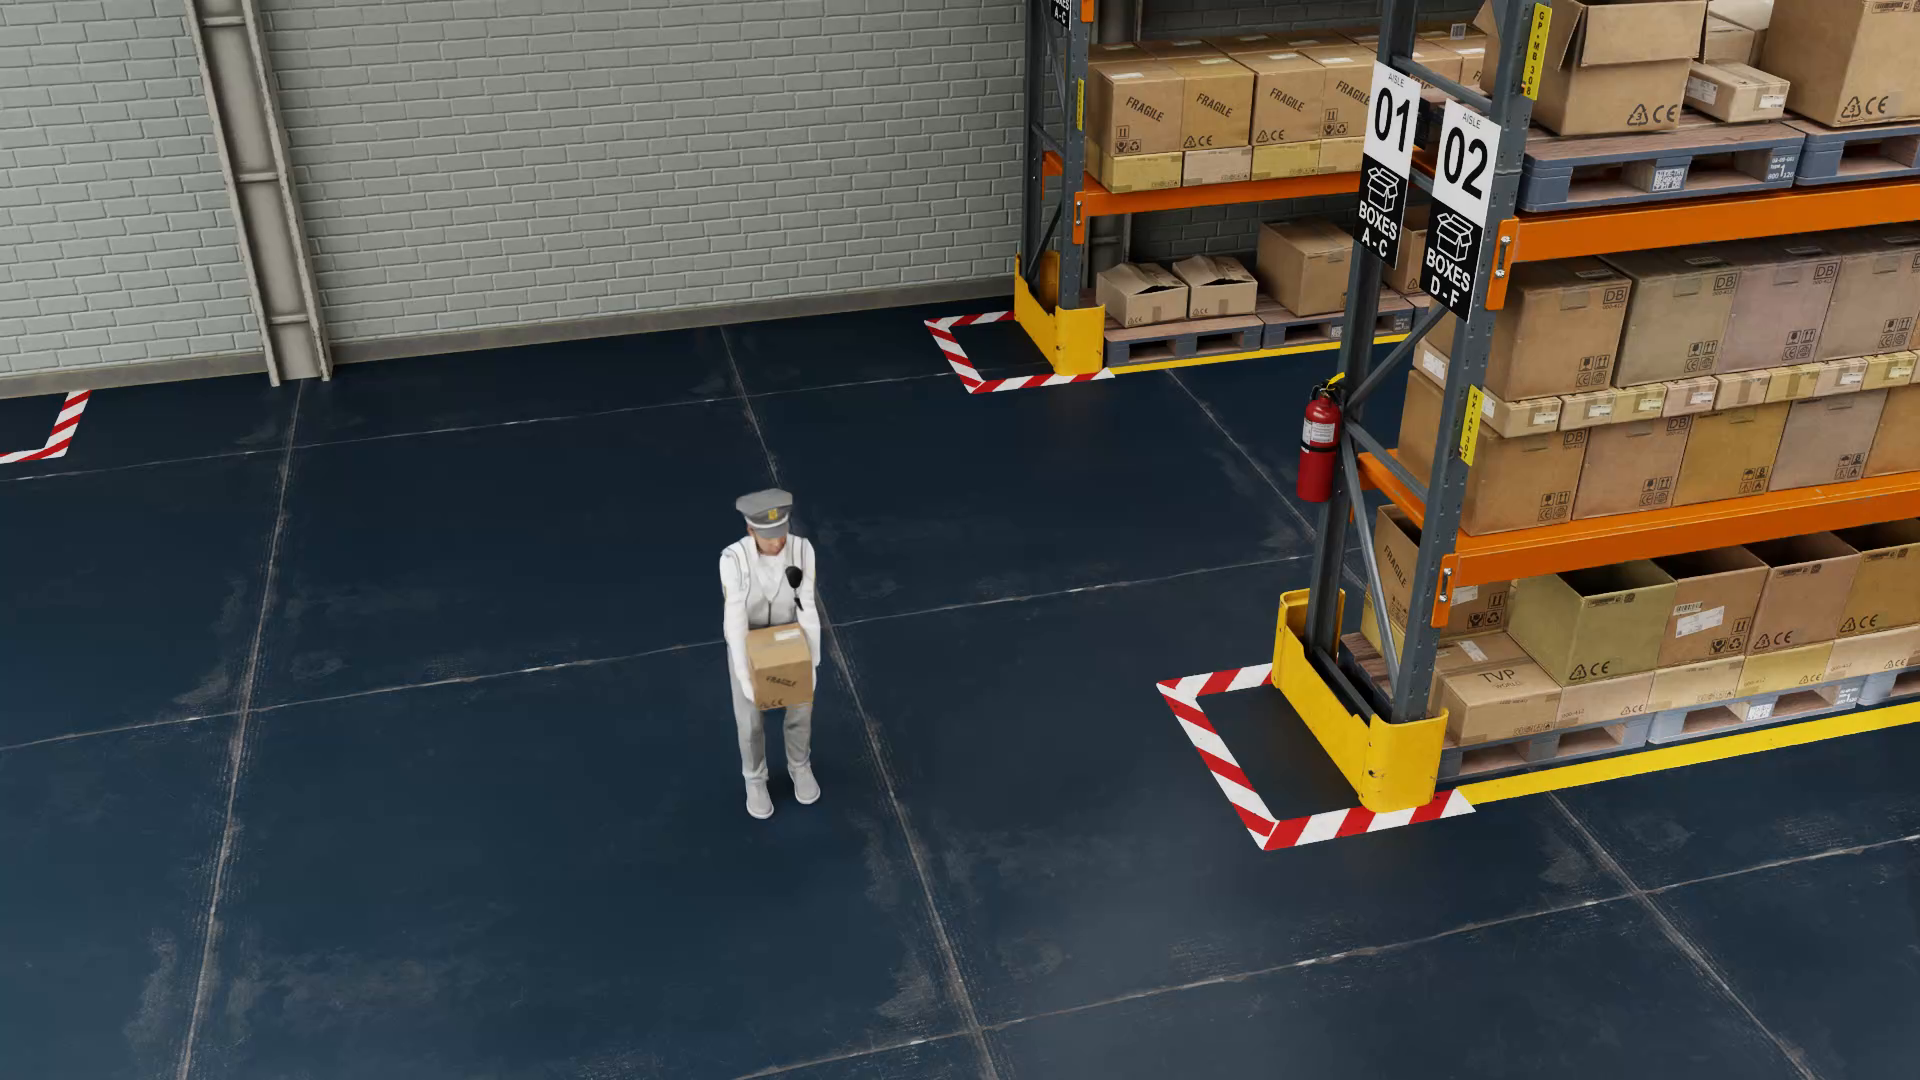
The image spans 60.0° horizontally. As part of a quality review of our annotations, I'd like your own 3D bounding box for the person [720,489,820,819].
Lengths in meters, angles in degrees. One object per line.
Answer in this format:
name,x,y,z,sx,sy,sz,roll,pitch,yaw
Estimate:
person,-0.825,0.509,7.391,0.416,1.648,0.550,-8,31,-14
